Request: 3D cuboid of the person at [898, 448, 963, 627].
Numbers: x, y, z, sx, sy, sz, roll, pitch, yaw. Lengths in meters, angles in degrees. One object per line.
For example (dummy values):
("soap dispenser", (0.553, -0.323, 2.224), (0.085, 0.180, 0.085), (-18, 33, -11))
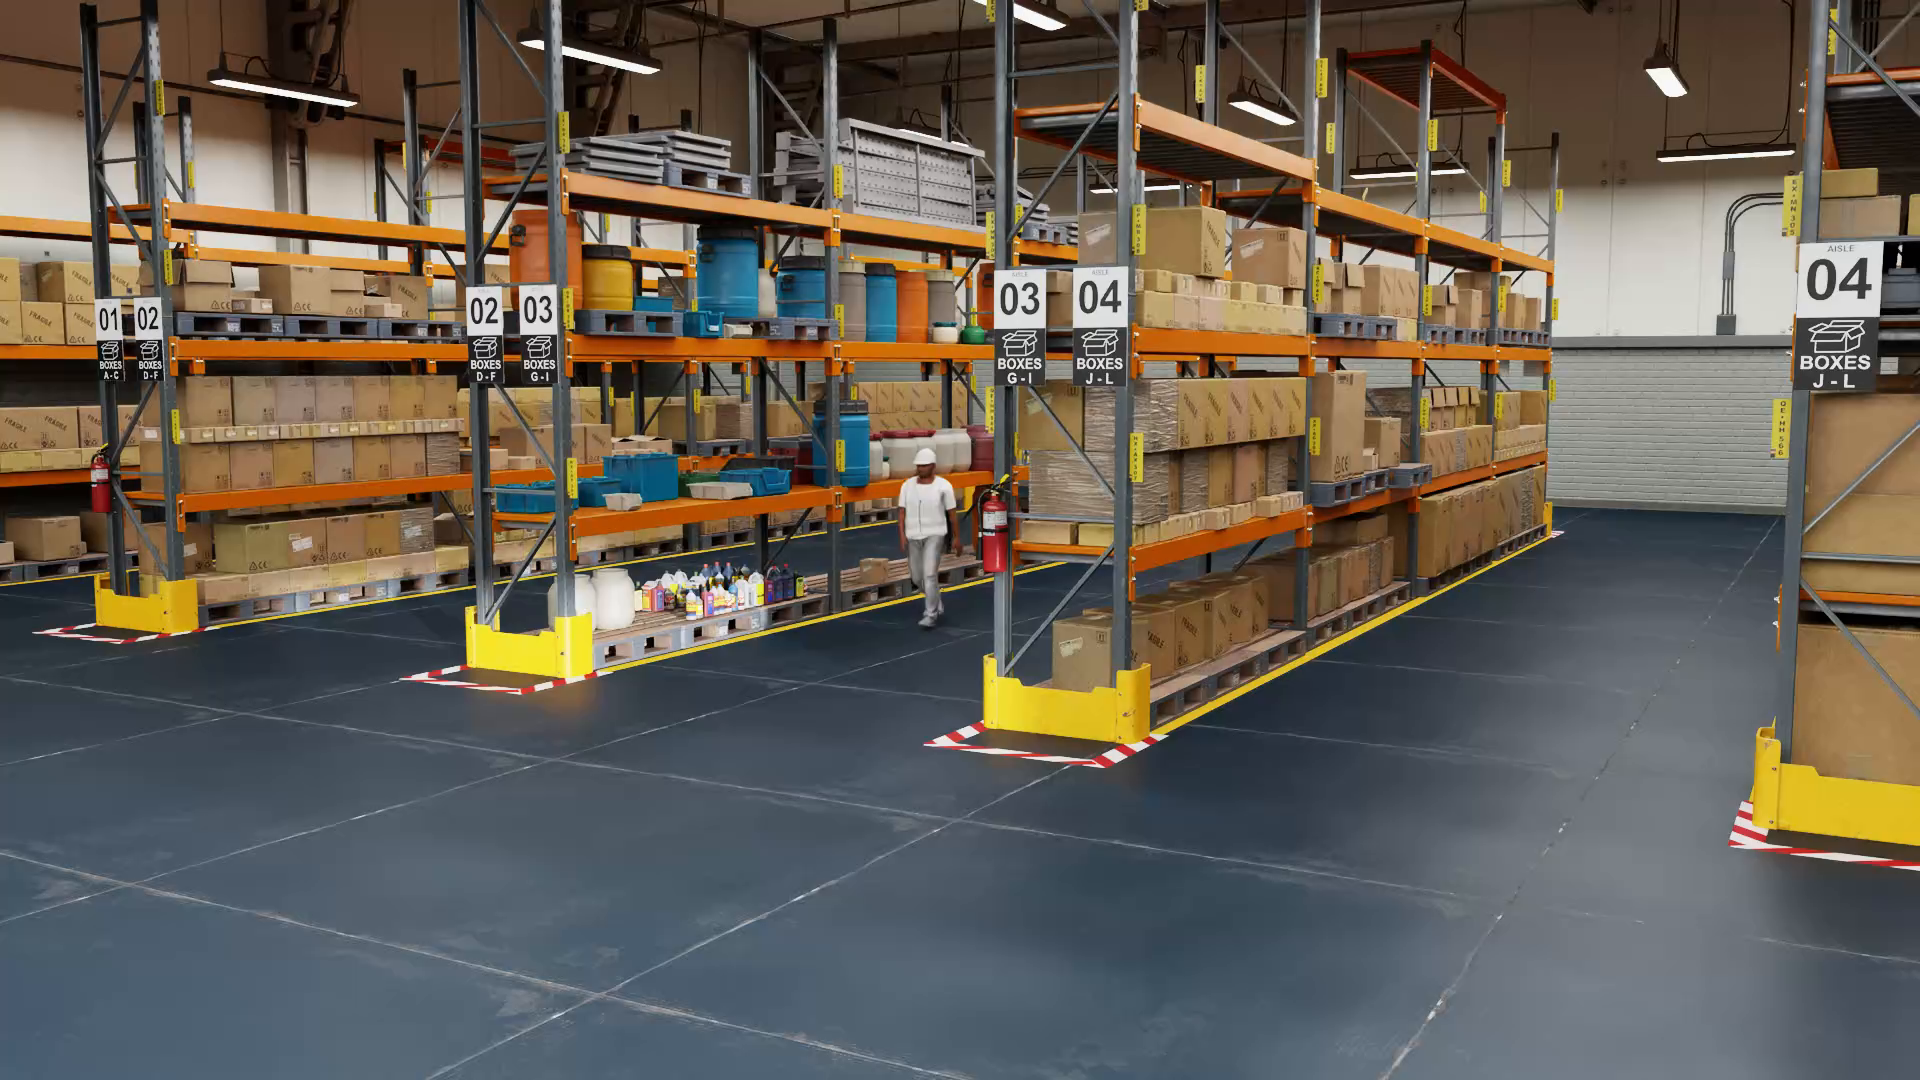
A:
("person", (-0.308, -0.033, 16.376), (0.624, 1.740, 0.831), (2, 6, 23))
